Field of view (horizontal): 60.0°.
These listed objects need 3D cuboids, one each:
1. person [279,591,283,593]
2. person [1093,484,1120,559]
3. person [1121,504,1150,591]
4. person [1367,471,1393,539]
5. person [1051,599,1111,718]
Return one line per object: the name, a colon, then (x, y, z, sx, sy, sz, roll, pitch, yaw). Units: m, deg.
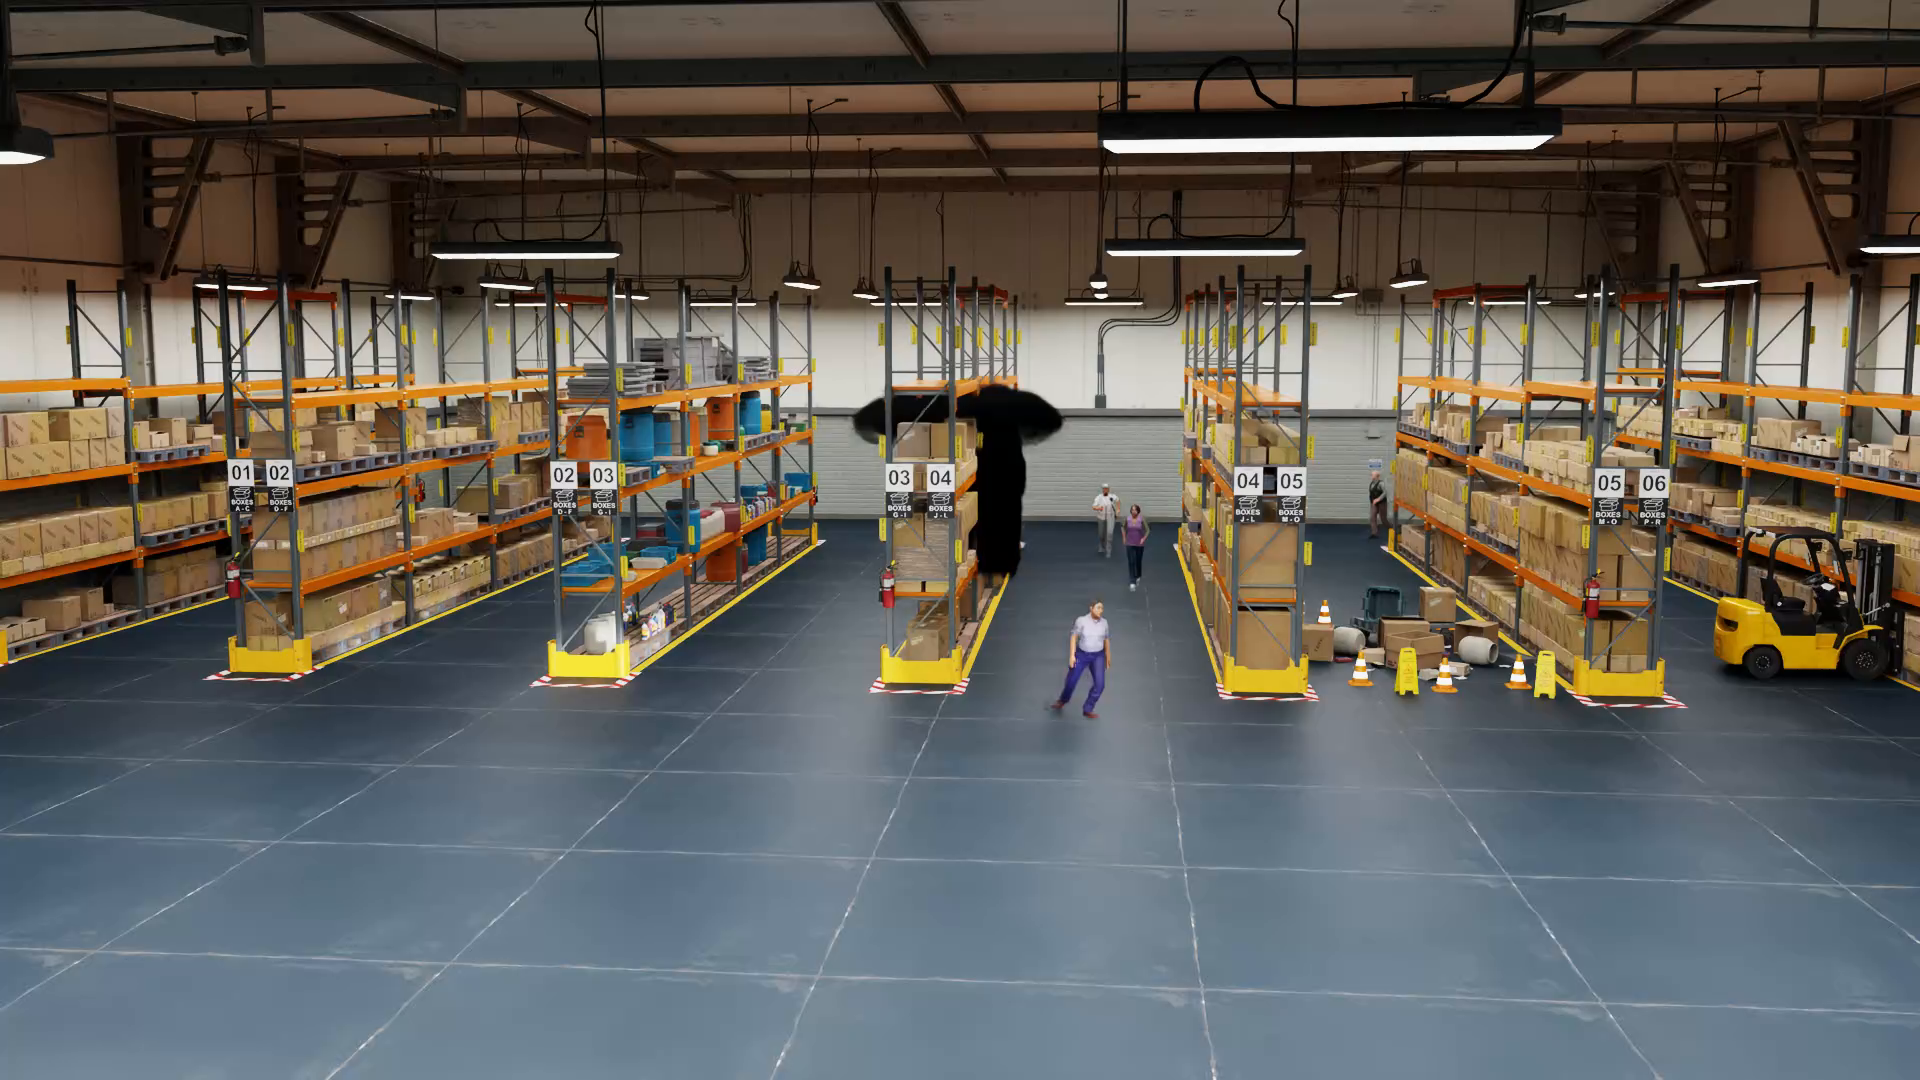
person: (-12.175, 0.593, 30.091, 0.614, 1.538, 0.817, -3, 7, -20)
person: (3.372, -0.457, 38.240, 0.611, 1.709, 0.901, 1, 7, 10)
person: (3.306, 0.135, 31.417, 0.548, 1.584, 0.741, 1, 7, 9)
person: (10.422, -0.869, 41.299, 0.902, 1.690, 0.632, -4, 8, -30)
person: (1.625, 1.538, 22.077, 0.735, 1.566, 0.710, -1, 7, -11)
